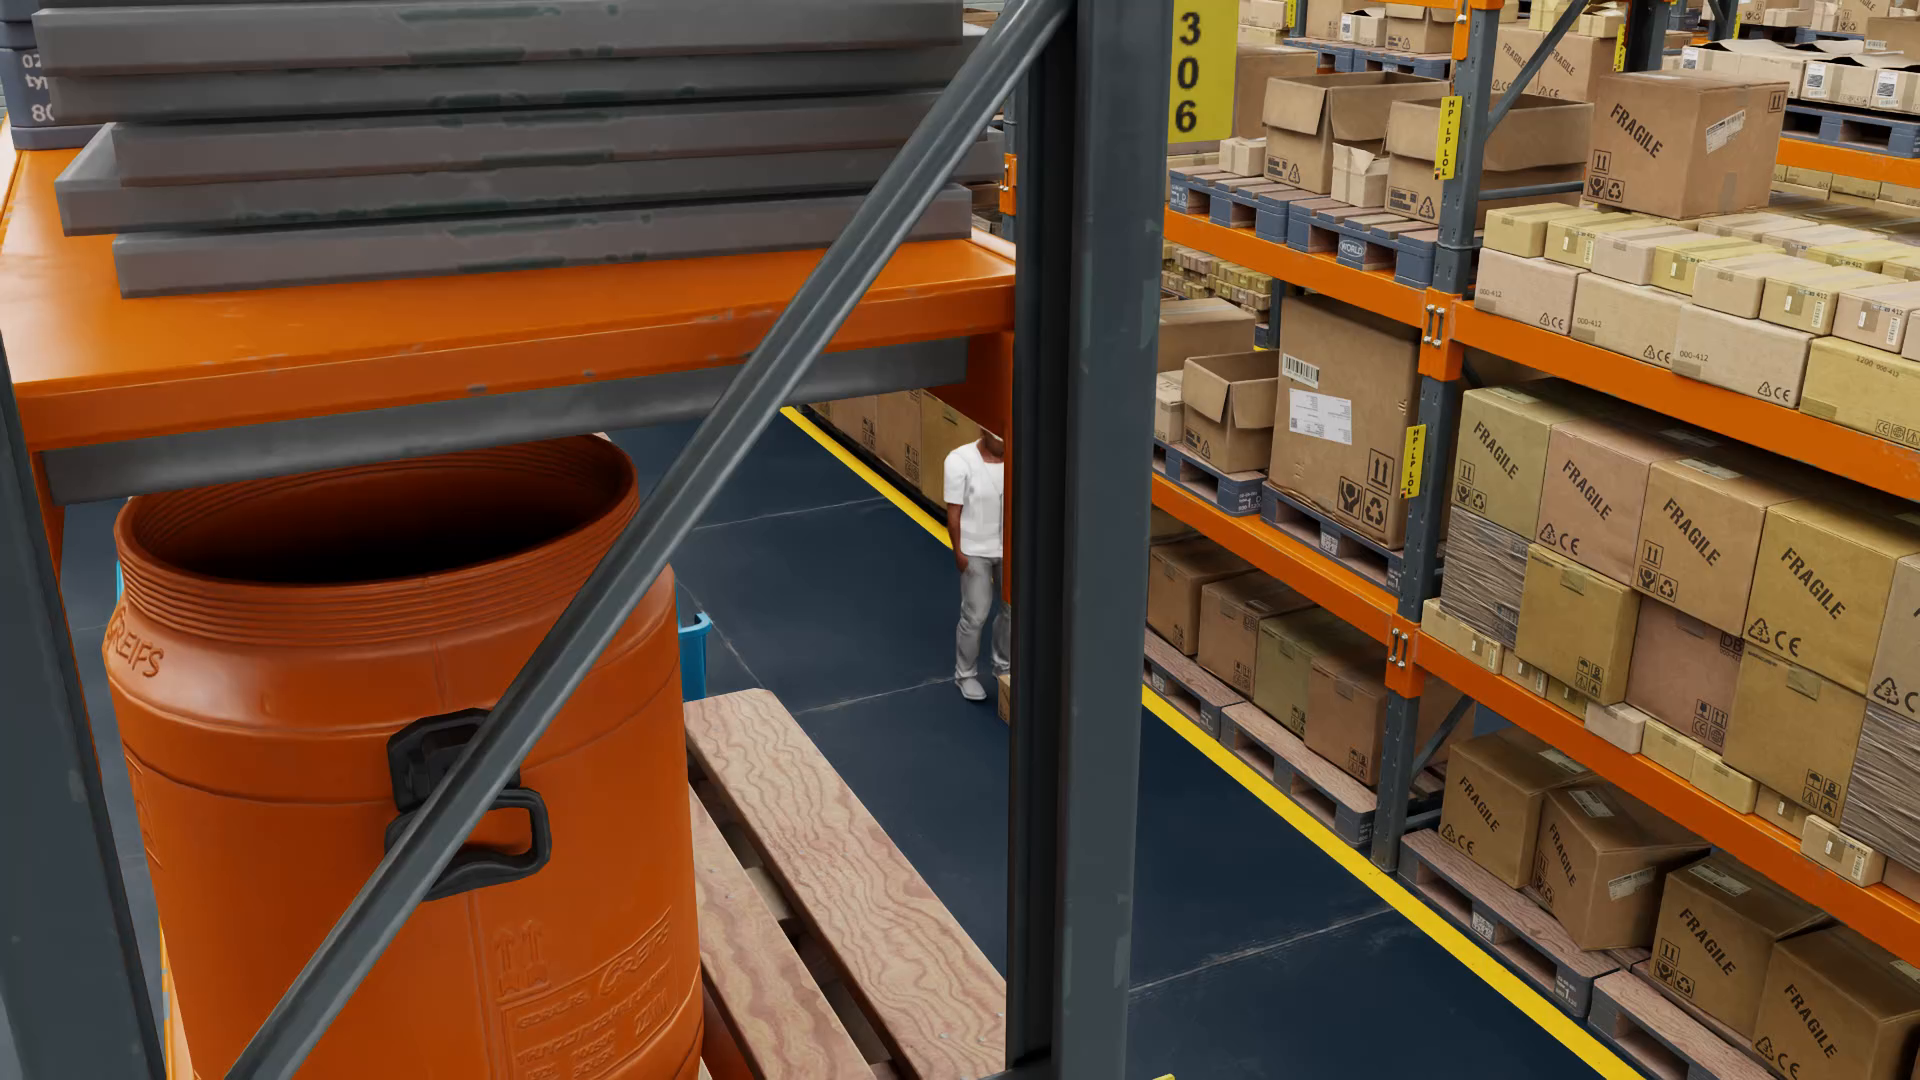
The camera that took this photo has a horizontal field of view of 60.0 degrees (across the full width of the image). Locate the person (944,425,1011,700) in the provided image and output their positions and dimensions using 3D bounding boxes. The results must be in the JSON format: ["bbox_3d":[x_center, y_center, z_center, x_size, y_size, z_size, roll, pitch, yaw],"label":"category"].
[{"bbox_3d":[0.194,0.046,9.464,0.571,1.758,0.379,-10,24,-23],"label":"person"}]
